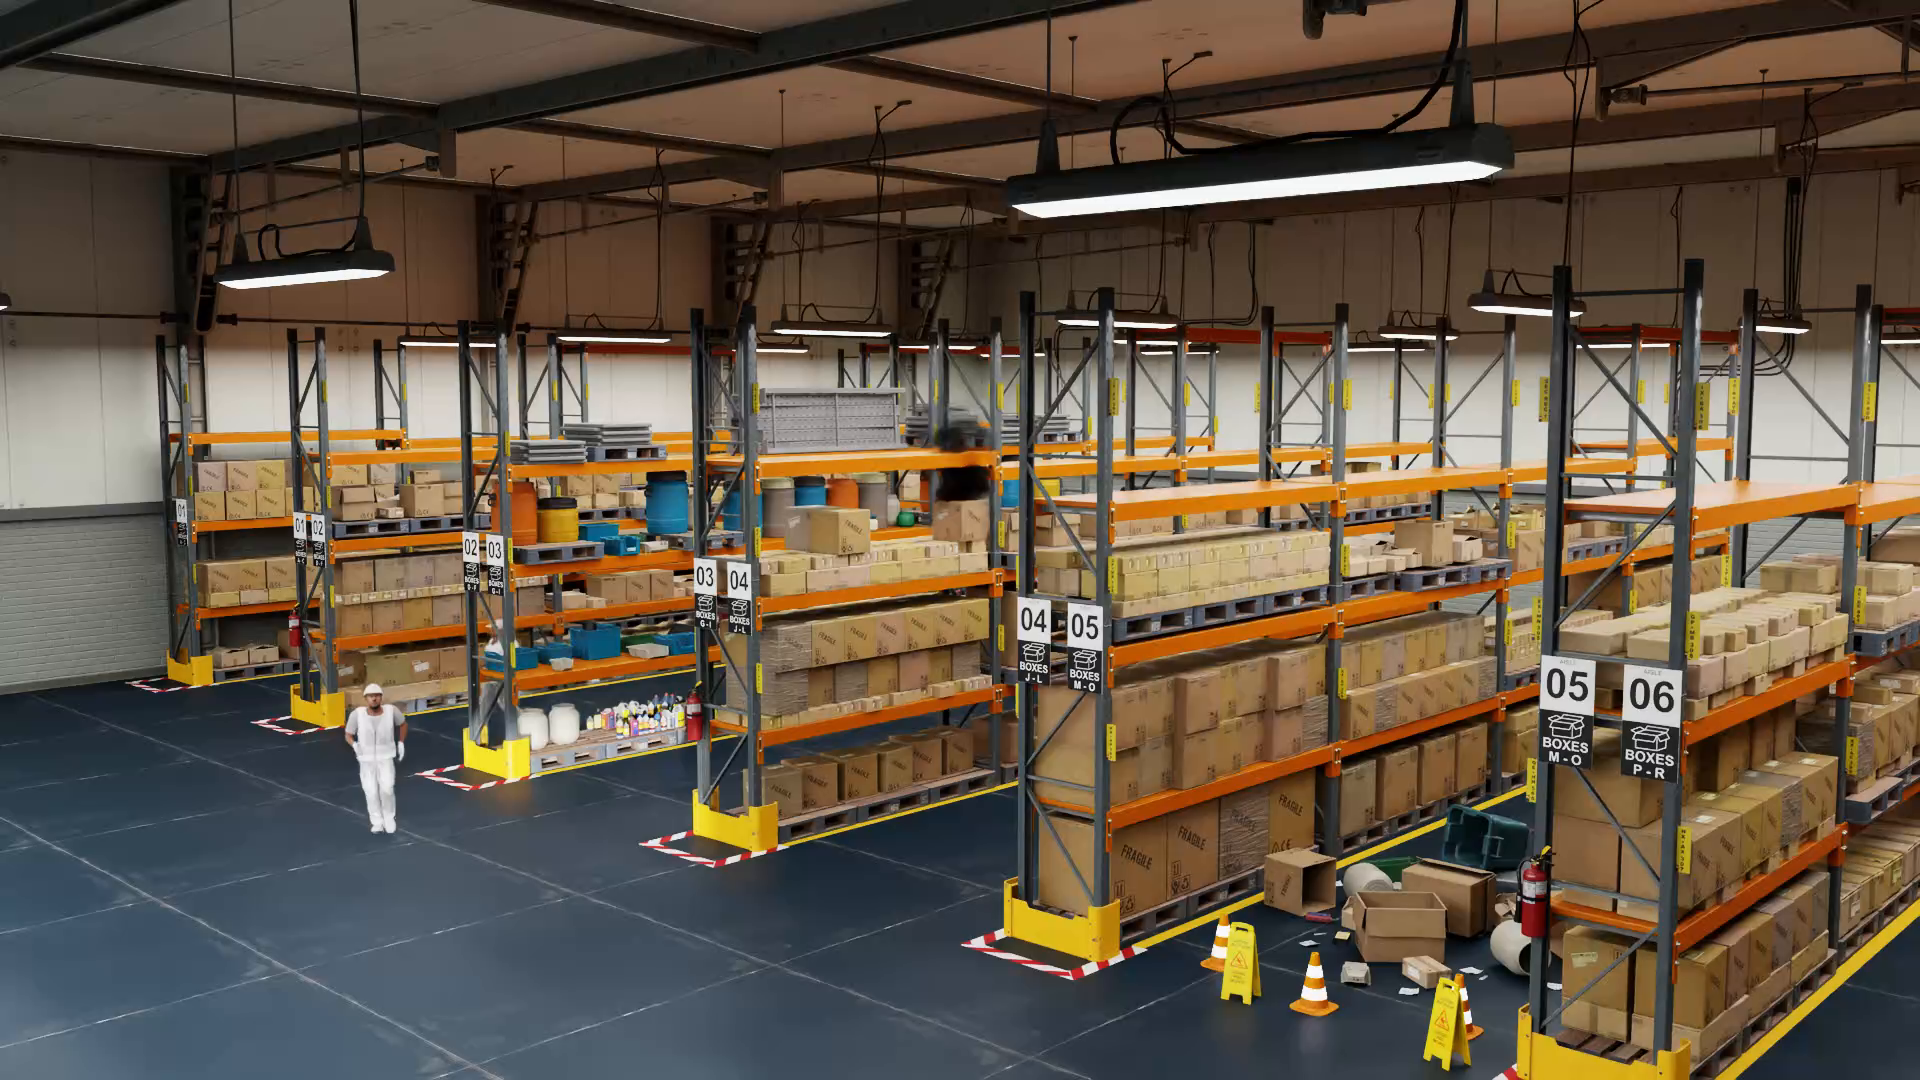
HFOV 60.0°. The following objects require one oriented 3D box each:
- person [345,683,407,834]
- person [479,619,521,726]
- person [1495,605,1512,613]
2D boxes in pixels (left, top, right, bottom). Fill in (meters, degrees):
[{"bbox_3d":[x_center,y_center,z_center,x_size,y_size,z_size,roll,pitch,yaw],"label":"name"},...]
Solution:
[{"bbox_3d":[-6.657,2.507,18.955,0.660,1.756,0.656,-1,6,-15],"label":"person"},{"bbox_3d":[-6.656,2.010,23.889,0.705,1.760,0.966,5,7,43],"label":"person"},{"bbox_3d":[8.405,1.892,25.702,0.718,1.800,0.660,-5,8,-44],"label":"person"}]
